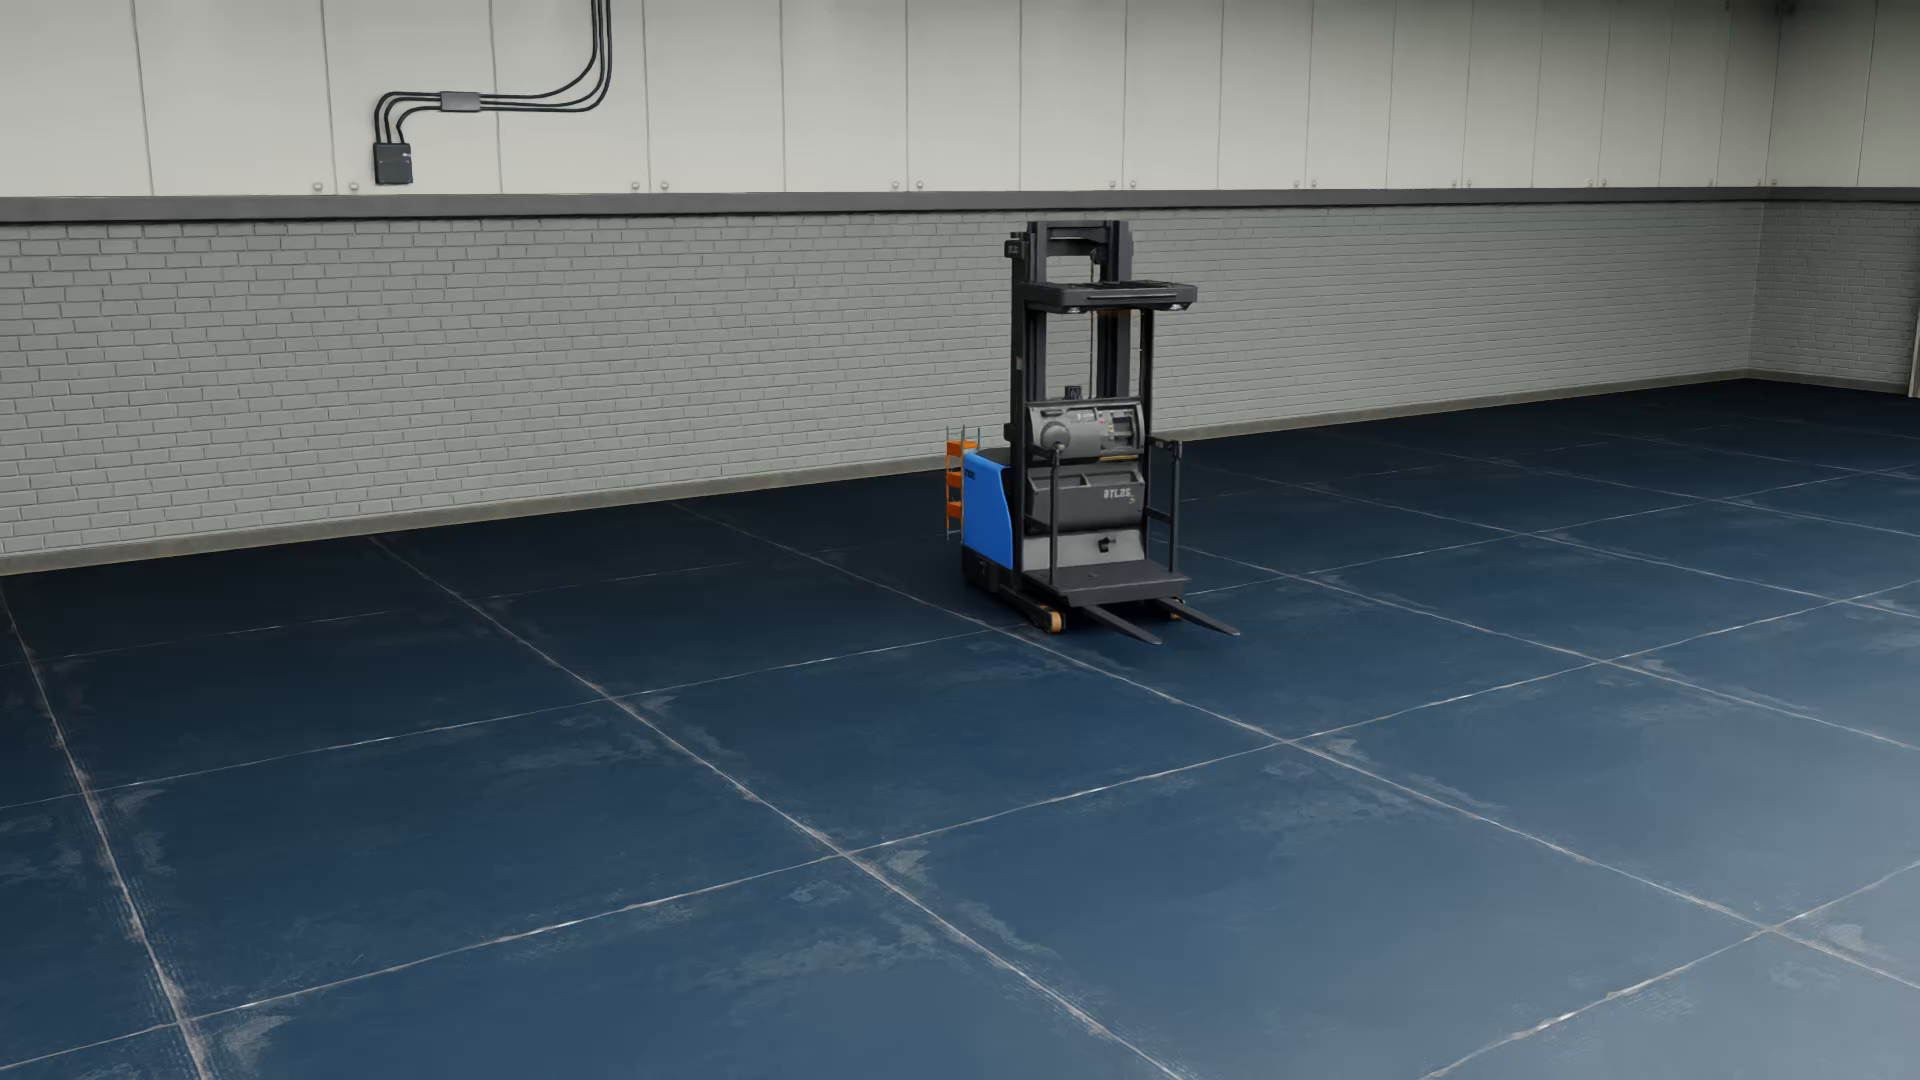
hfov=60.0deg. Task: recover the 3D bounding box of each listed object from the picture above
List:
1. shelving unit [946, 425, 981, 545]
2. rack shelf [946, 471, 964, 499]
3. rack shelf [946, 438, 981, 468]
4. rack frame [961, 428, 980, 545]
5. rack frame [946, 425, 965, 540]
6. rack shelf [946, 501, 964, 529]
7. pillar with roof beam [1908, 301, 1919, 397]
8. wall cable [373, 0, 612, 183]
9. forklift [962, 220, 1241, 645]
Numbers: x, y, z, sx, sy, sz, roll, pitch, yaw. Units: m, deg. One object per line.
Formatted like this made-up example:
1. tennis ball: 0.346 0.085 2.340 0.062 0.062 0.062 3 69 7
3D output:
1. shelving unit: 0.030 -0.503 15.094 0.215 1.050 0.252 -8 15 -33
2. rack shelf: 0.030 -0.493 15.097 0.215 0.259 0.240 -8 15 -33
3. rack shelf: 0.030 -0.770 15.036 0.215 0.259 0.240 -8 15 -33
4. rack frame: 0.097 -0.482 14.995 0.200 1.050 0.008 -8 15 -33
5. rack frame: -0.038 -0.525 15.194 0.200 1.050 0.008 -8 15 -33
6. rack shelf: 0.030 -0.222 15.156 0.215 0.259 0.240 -8 15 -33
7. pillar with roof beam: 10.984 -6.033 21.775 9.100 9.000 0.400 -8 15 -33
8. wall cable: -4.275 -6.277 14.929 2.305 6.003 0.169 -8 15 -33
9. forklift: 1.035 -0.850 12.276 1.130 2.935 3.031 -5 13 -21
